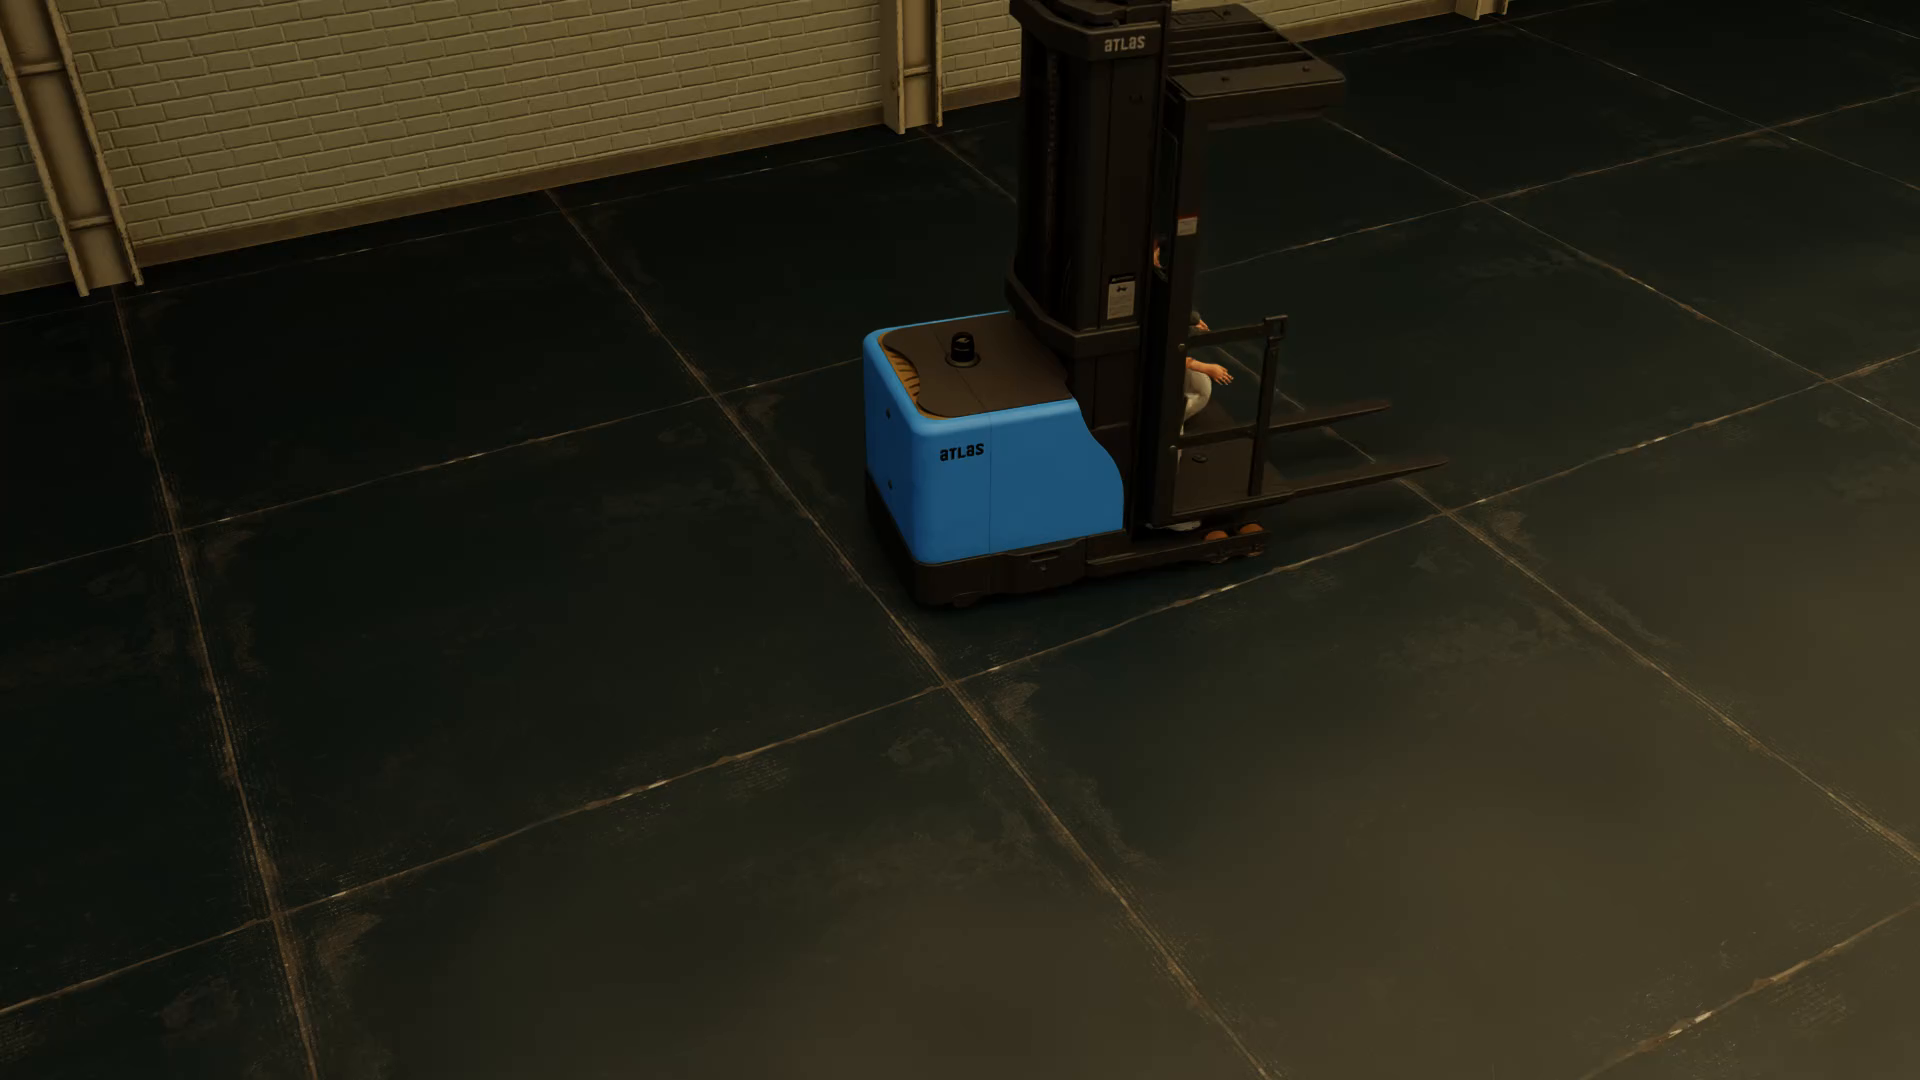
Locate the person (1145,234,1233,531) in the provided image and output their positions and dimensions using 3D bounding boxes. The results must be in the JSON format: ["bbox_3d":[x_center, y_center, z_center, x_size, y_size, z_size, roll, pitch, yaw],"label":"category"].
[{"bbox_3d":[1.067,-0.887,8.581,0.730,1.529,0.765,11,37,14],"label":"person"}]

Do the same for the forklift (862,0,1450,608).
[{"bbox_3d":[1.077,-1.358,8.044,3.031,2.935,1.130,-10,37,-14],"label":"forklift"}]
